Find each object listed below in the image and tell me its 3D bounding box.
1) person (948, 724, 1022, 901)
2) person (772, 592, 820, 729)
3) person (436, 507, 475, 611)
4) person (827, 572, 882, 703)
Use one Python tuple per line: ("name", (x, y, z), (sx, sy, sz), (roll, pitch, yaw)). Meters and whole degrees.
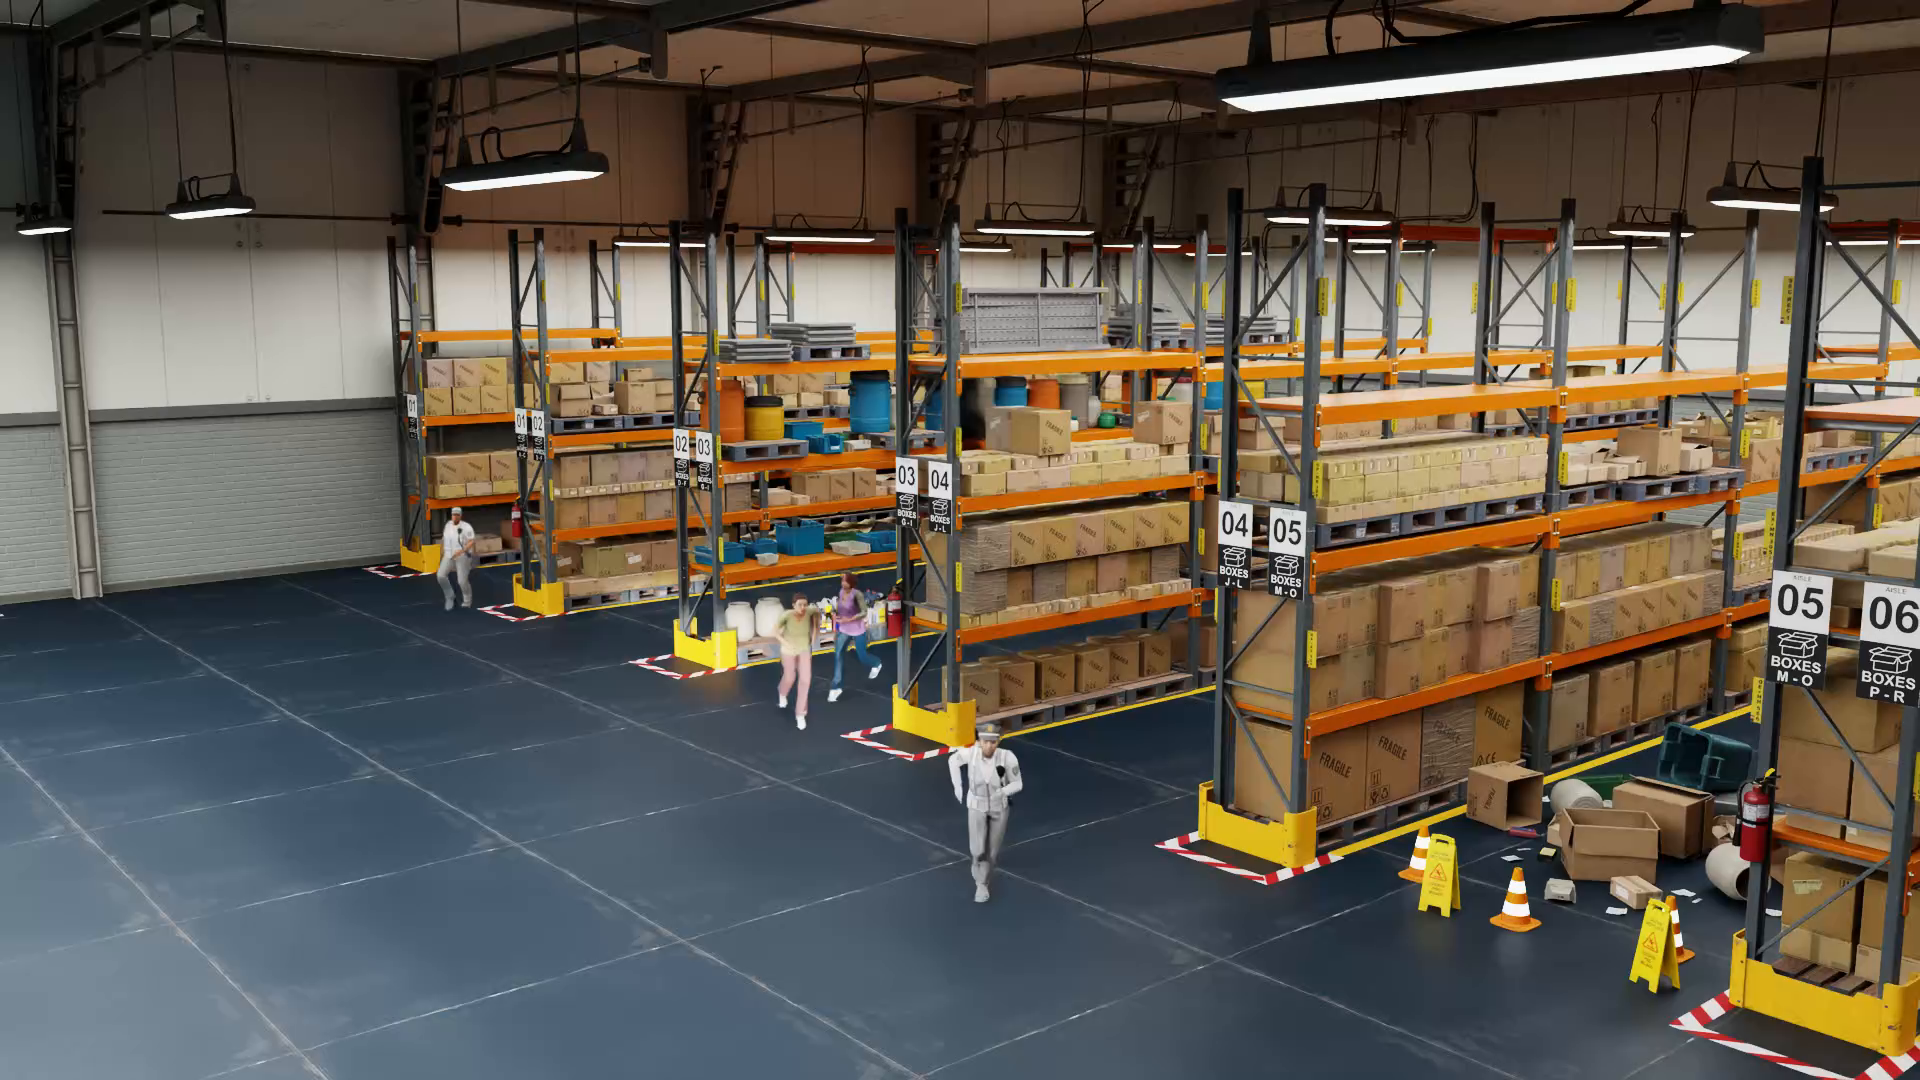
("person", (0.215, 2.268, 13.836), (0.602, 1.611, 0.684), (0, 9, -3))
("person", (-1.985, 1.364, 19.837), (0.614, 1.626, 1.005), (-4, 10, -24))
("person", (-8.027, 0.297, 26.514), (0.620, 1.666, 0.639), (2, 9, 12))
("person", (-1.316, 1.183, 20.980), (0.495, 1.616, 1.017), (5, 10, 31))
